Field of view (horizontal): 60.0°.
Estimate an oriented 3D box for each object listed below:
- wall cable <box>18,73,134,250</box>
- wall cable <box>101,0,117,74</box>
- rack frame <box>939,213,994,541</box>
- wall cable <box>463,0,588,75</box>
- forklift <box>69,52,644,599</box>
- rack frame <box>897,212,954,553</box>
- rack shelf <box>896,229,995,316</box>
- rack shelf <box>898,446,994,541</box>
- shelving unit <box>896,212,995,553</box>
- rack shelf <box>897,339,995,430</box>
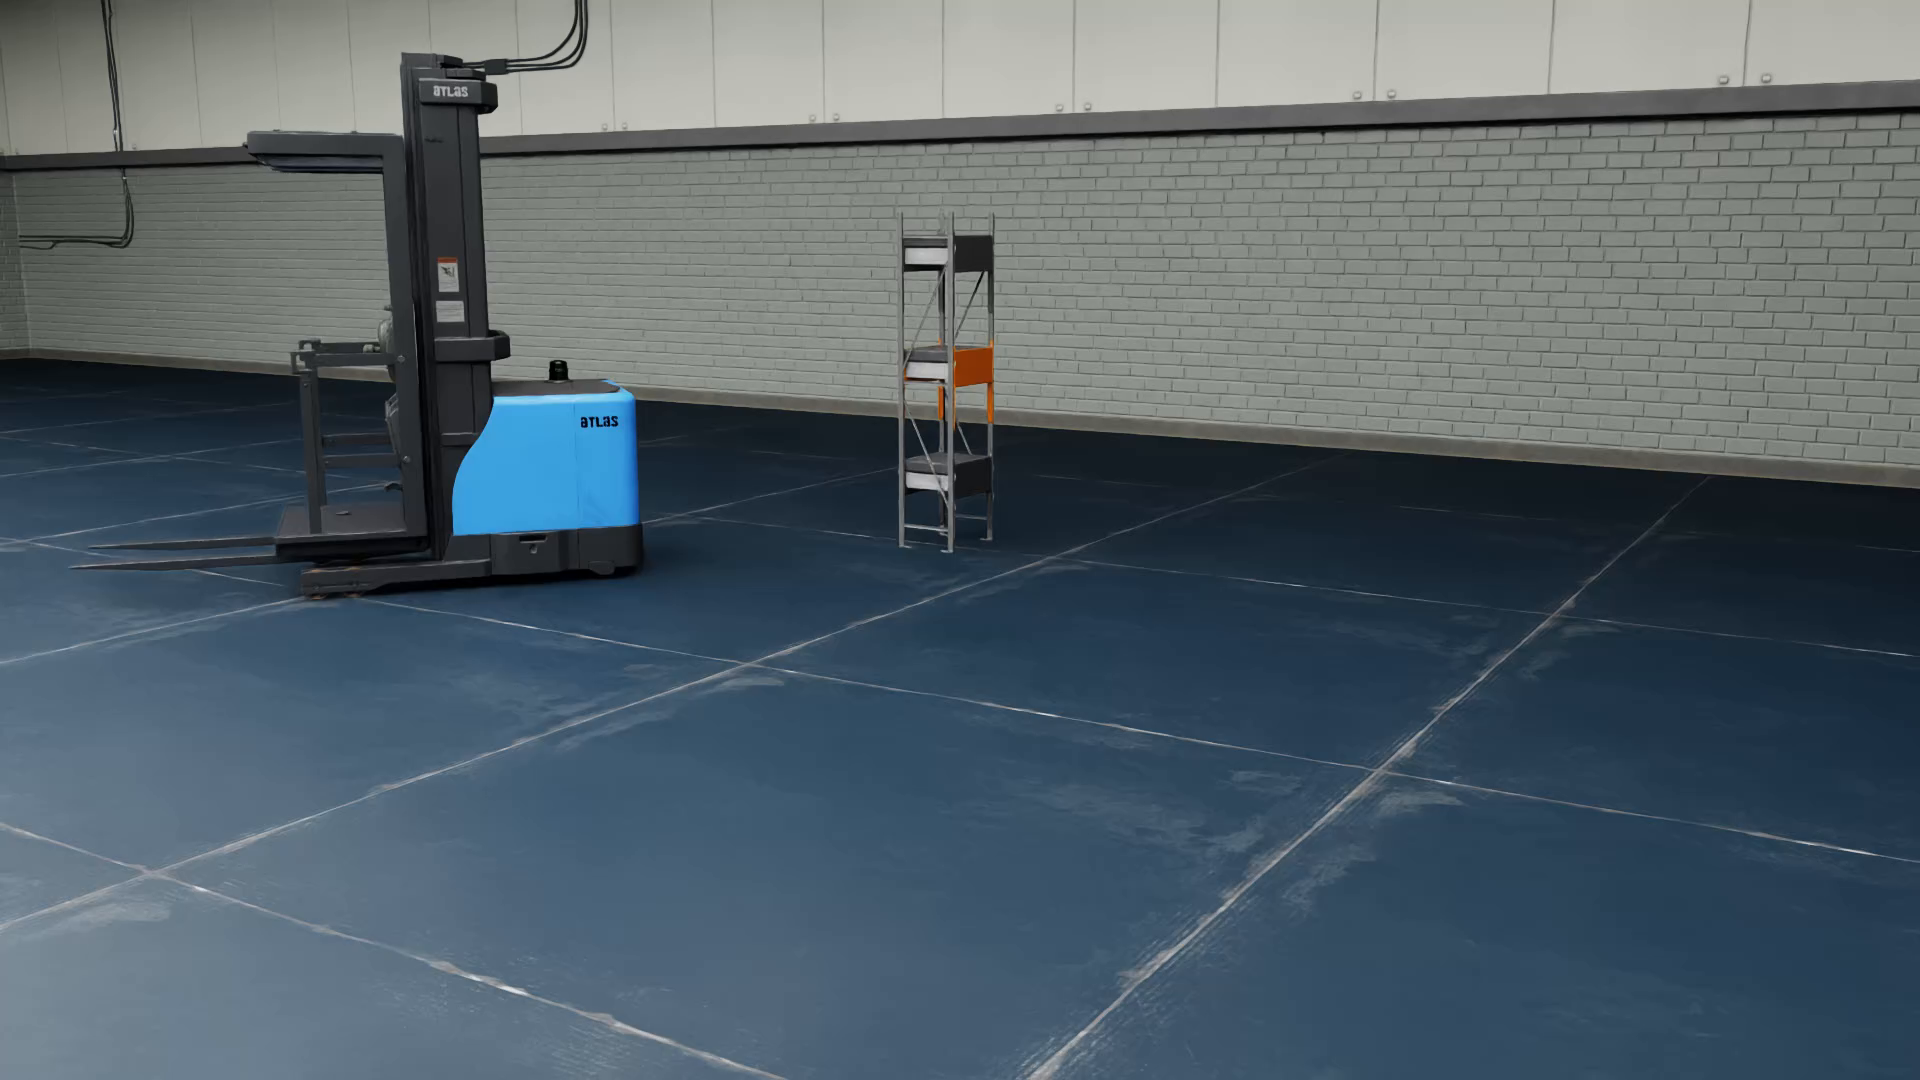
[{"bbox_3d":[-13.439,-5.634,24.948,3.097,2.526,0.112,6,12,31],"label":"wall cable"},{"bbox_3d":[-11.127,-7.858,23.102,3.097,2.526,0.112,6,12,31],"label":"wall cable"},{"bbox_3d":[0.041,-1.044,10.741,0.400,2.100,0.015,6,12,31],"label":"rack frame"},{"bbox_3d":[-5.334,-7.923,19.491,2.305,6.003,0.169,6,12,31],"label":"wall cable"},{"bbox_3d":[-3.433,-1.223,9.438,3.031,2.935,1.130,-4,11,-19],"label":"forklift"},{"bbox_3d":[-0.213,-0.968,10.331,0.400,2.100,0.015,6,12,31],"label":"rack frame"},{"bbox_3d":[-0.086,-1.681,10.410,0.431,0.518,0.480,6,12,31],"label":"rack shelf"},{"bbox_3d":[-0.086,-0.305,10.668,0.431,0.518,0.480,6,12,31],"label":"rack shelf"},{"bbox_3d":[-0.086,-1.006,10.536,0.431,2.100,0.503,6,12,31],"label":"shelving unit"},{"bbox_3d":[-0.086,-0.993,10.539,0.431,0.518,0.480,6,12,31],"label":"rack shelf"}]
